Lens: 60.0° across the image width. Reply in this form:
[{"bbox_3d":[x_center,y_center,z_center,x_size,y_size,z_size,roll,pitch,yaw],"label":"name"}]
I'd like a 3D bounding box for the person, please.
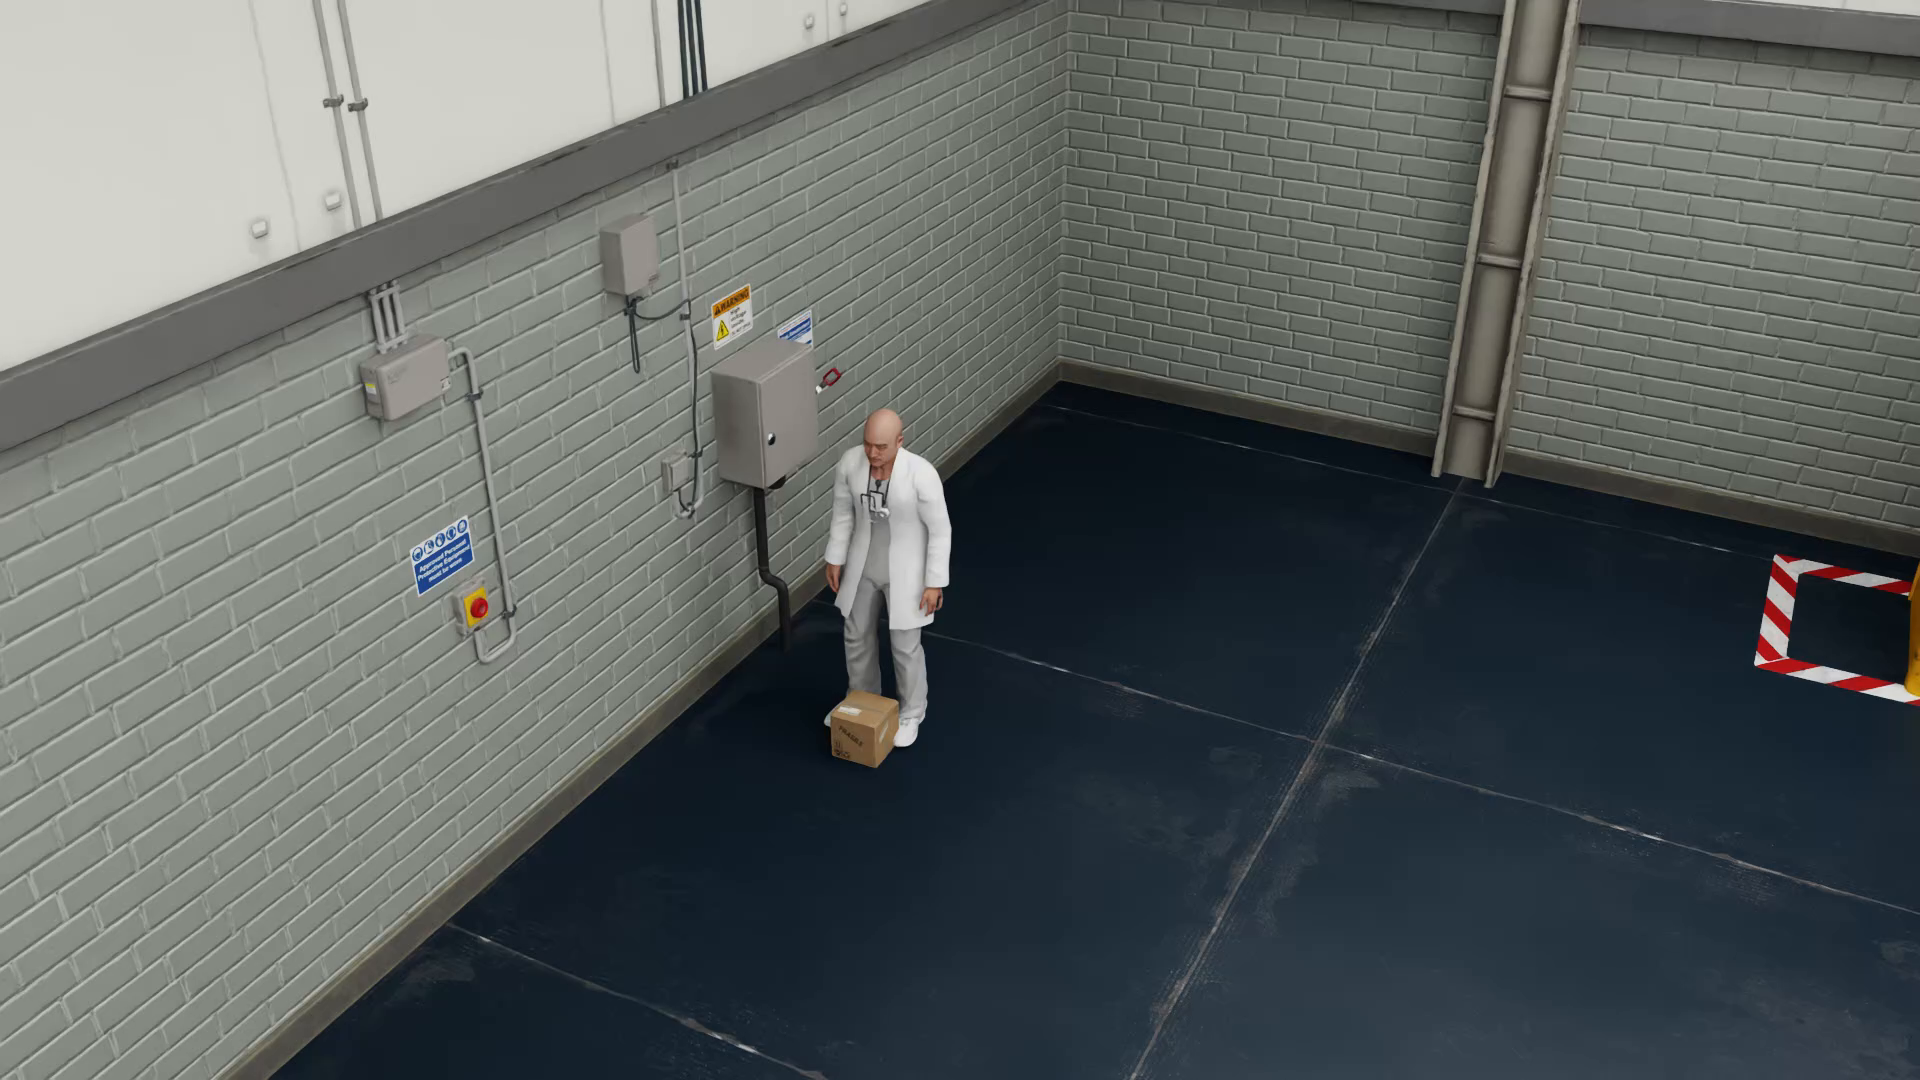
[{"bbox_3d":[-0.349,0.159,8.032,0.656,1.774,0.417,13,32,22],"label":"person"}]
